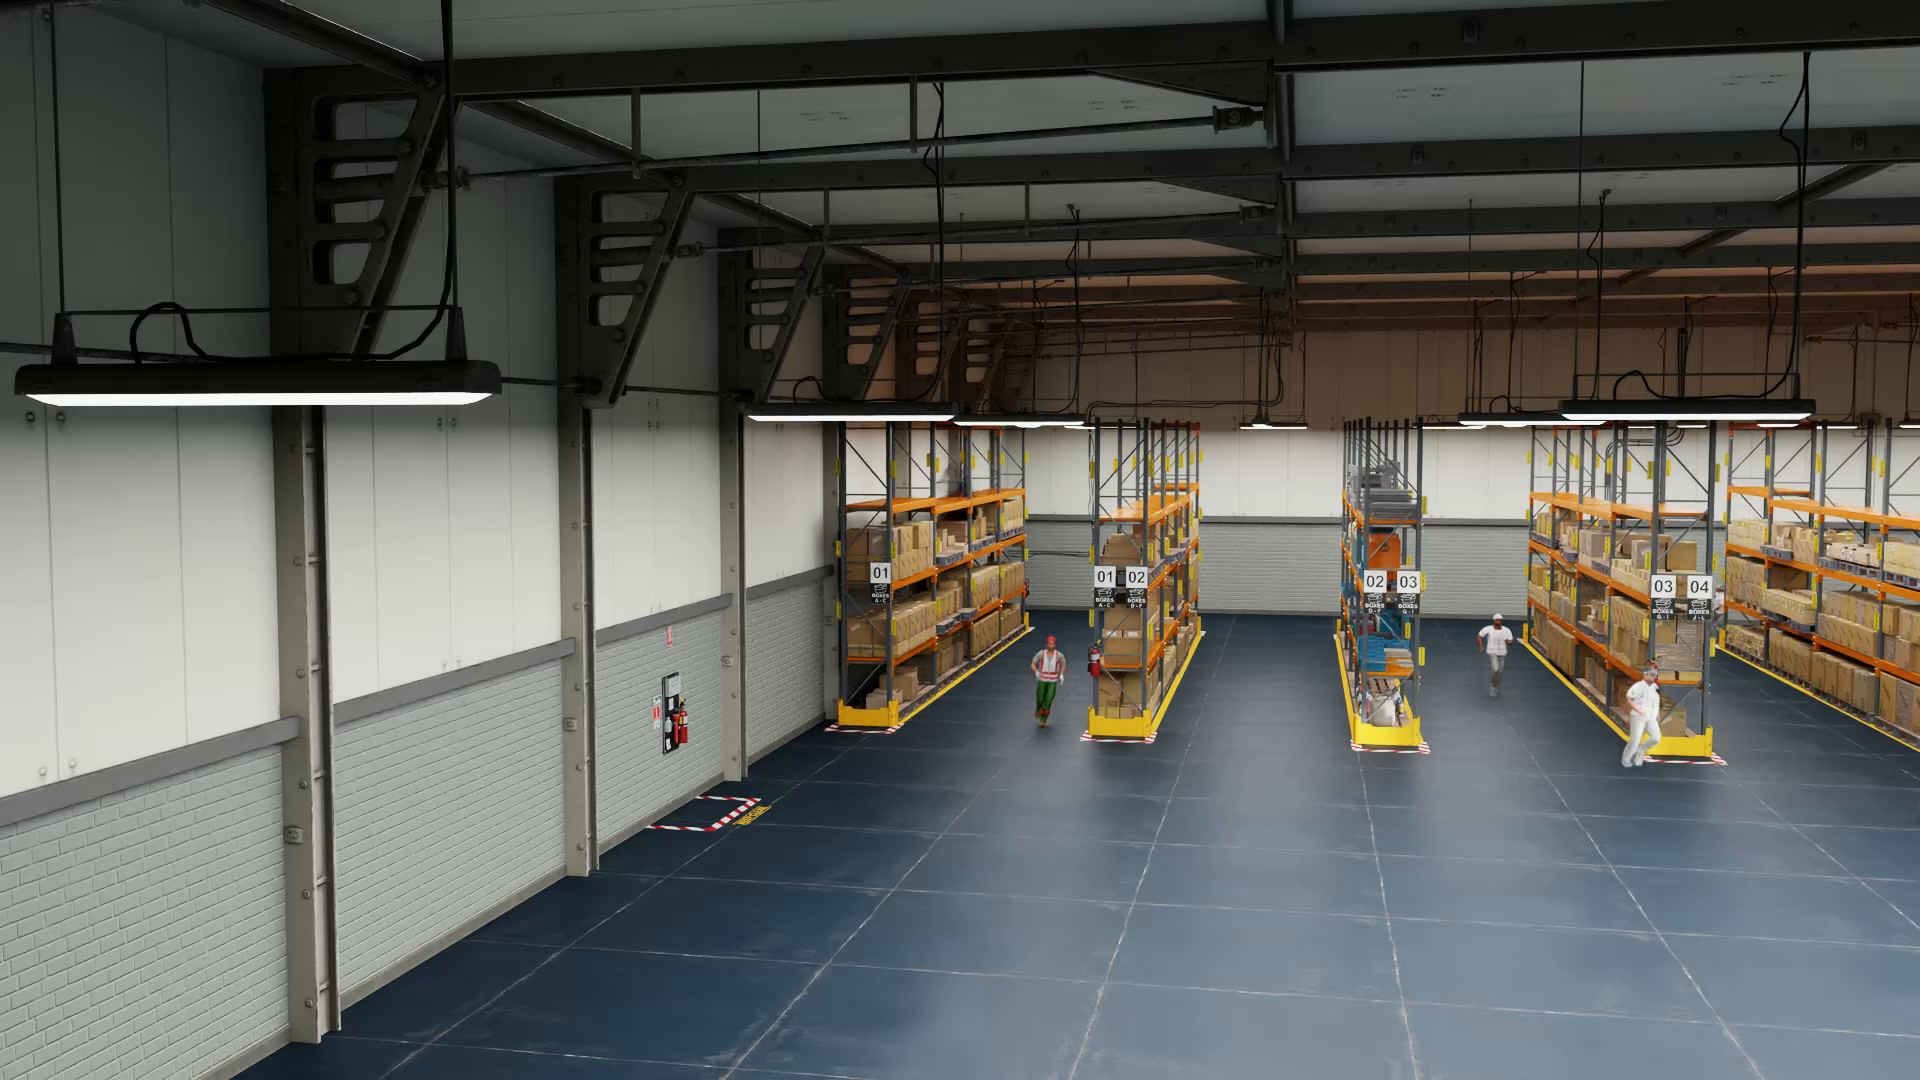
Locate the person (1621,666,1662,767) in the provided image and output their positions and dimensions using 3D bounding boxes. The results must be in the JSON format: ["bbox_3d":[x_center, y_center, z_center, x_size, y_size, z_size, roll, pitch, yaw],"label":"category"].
[{"bbox_3d":[11.726,3.018,28.406,0.720,1.724,0.581,-1,4,-15],"label":"person"}]

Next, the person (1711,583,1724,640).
[{"bbox_3d":[20.662,1.962,45.482,0.555,1.605,0.667,2,4,30],"label":"person"}]

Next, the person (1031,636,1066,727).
[{"bbox_3d":[1.735,2.742,32.448,0.698,1.747,0.750,0,4,-2],"label":"person"}]

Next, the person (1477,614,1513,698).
[{"bbox_3d":[11.646,2.506,36.086,0.673,1.823,0.753,0,4,-4],"label":"person"}]
